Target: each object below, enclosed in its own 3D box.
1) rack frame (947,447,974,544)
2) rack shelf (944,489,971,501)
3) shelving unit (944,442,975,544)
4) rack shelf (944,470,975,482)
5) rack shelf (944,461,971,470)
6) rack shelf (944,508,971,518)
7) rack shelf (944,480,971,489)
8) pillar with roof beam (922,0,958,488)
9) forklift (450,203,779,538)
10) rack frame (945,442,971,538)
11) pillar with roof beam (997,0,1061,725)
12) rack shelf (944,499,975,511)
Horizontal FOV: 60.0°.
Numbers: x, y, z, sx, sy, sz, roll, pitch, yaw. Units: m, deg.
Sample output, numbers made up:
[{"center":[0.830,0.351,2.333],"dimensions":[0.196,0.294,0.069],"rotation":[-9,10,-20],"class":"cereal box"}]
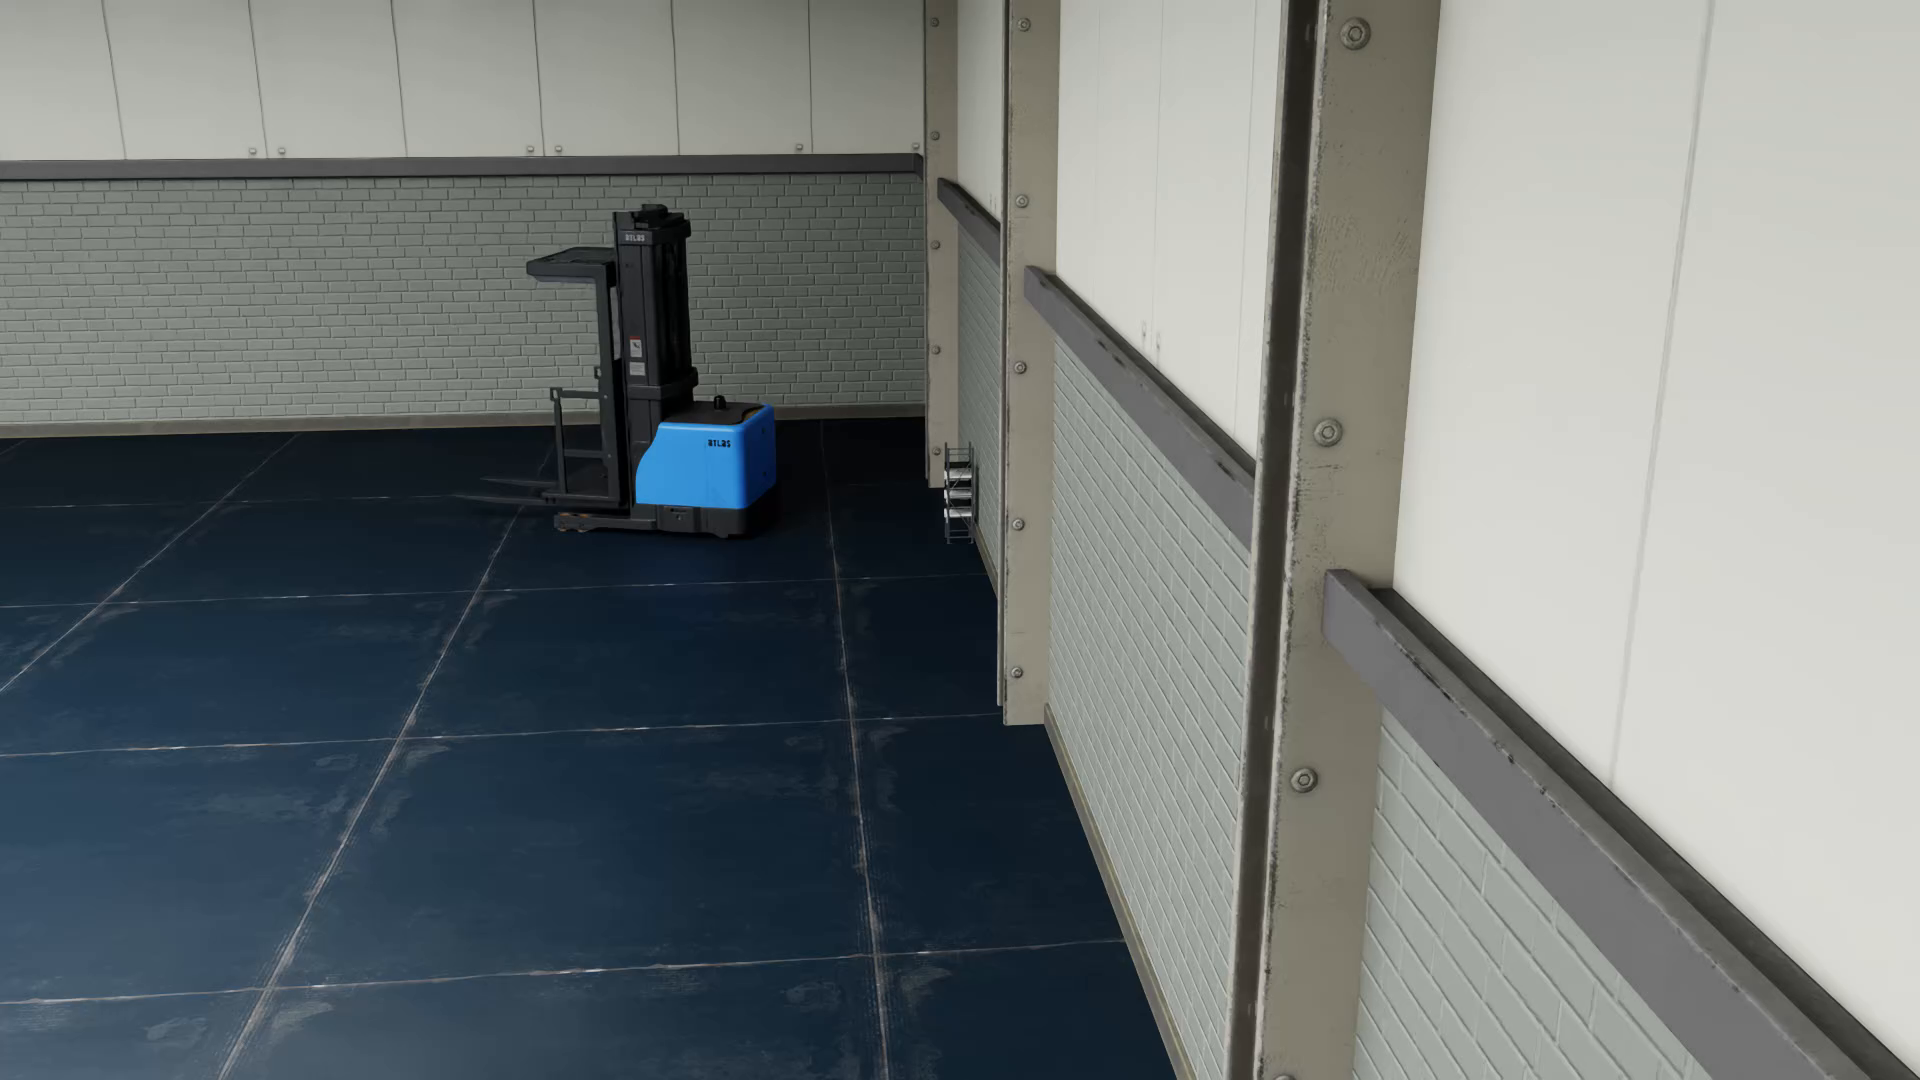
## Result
[{"center":[0.004,-0.396,15.009],"dimensions":[0.240,0.900,0.006],"rotation":[-2,18,-6],"class":"rack frame"},{"center":[-0.007,-0.394,15.115],"dimensions":[0.258,0.077,0.200],"rotation":[-2,18,-6],"class":"rack shelf"},{"center":[-0.007,-0.426,15.105],"dimensions":[0.258,0.900,0.210],"rotation":[-2,18,-6],"class":"shelving unit"},{"center":[-0.007,-0.566,15.061],"dimensions":[0.258,0.077,0.200],"rotation":[-2,18,-6],"class":"rack shelf"},{"center":[-0.007,-0.652,15.034],"dimensions":[0.258,0.077,0.200],"rotation":[-2,18,-6],"class":"rack shelf"},{"center":[-0.007,-0.223,15.169],"dimensions":[0.258,0.077,0.200],"rotation":[-2,18,-6],"class":"rack shelf"},{"center":[-0.007,-0.480,15.088],"dimensions":[0.258,0.077,0.200],"rotation":[-2,18,-6],"class":"rack shelf"},{"center":[-4.468,-4.757,15.379],"dimensions":[9.100,9.000,0.400],"rotation":[-2,18,-6],"class":"pillar with roof beam"},{"center":[-3.317,-1.618,15.512],"dimensions":[3.031,2.935,1.130],"rotation":[4,18,11],"class":"forklift"},{"center":[-0.019,-0.456,15.201],"dimensions":[0.240,0.900,0.006],"rotation":[-2,18,-6],"class":"rack frame"},{"center":[-3.849,-2.970,9.685],"dimensions":[9.100,9.000,0.400],"rotation":[-2,18,-6],"class":"pillar with roof beam"},{"center":[-0.007,-0.308,15.142],"dimensions":[0.258,0.077,0.200],"rotation":[-2,18,-6],"class":"rack shelf"}]
